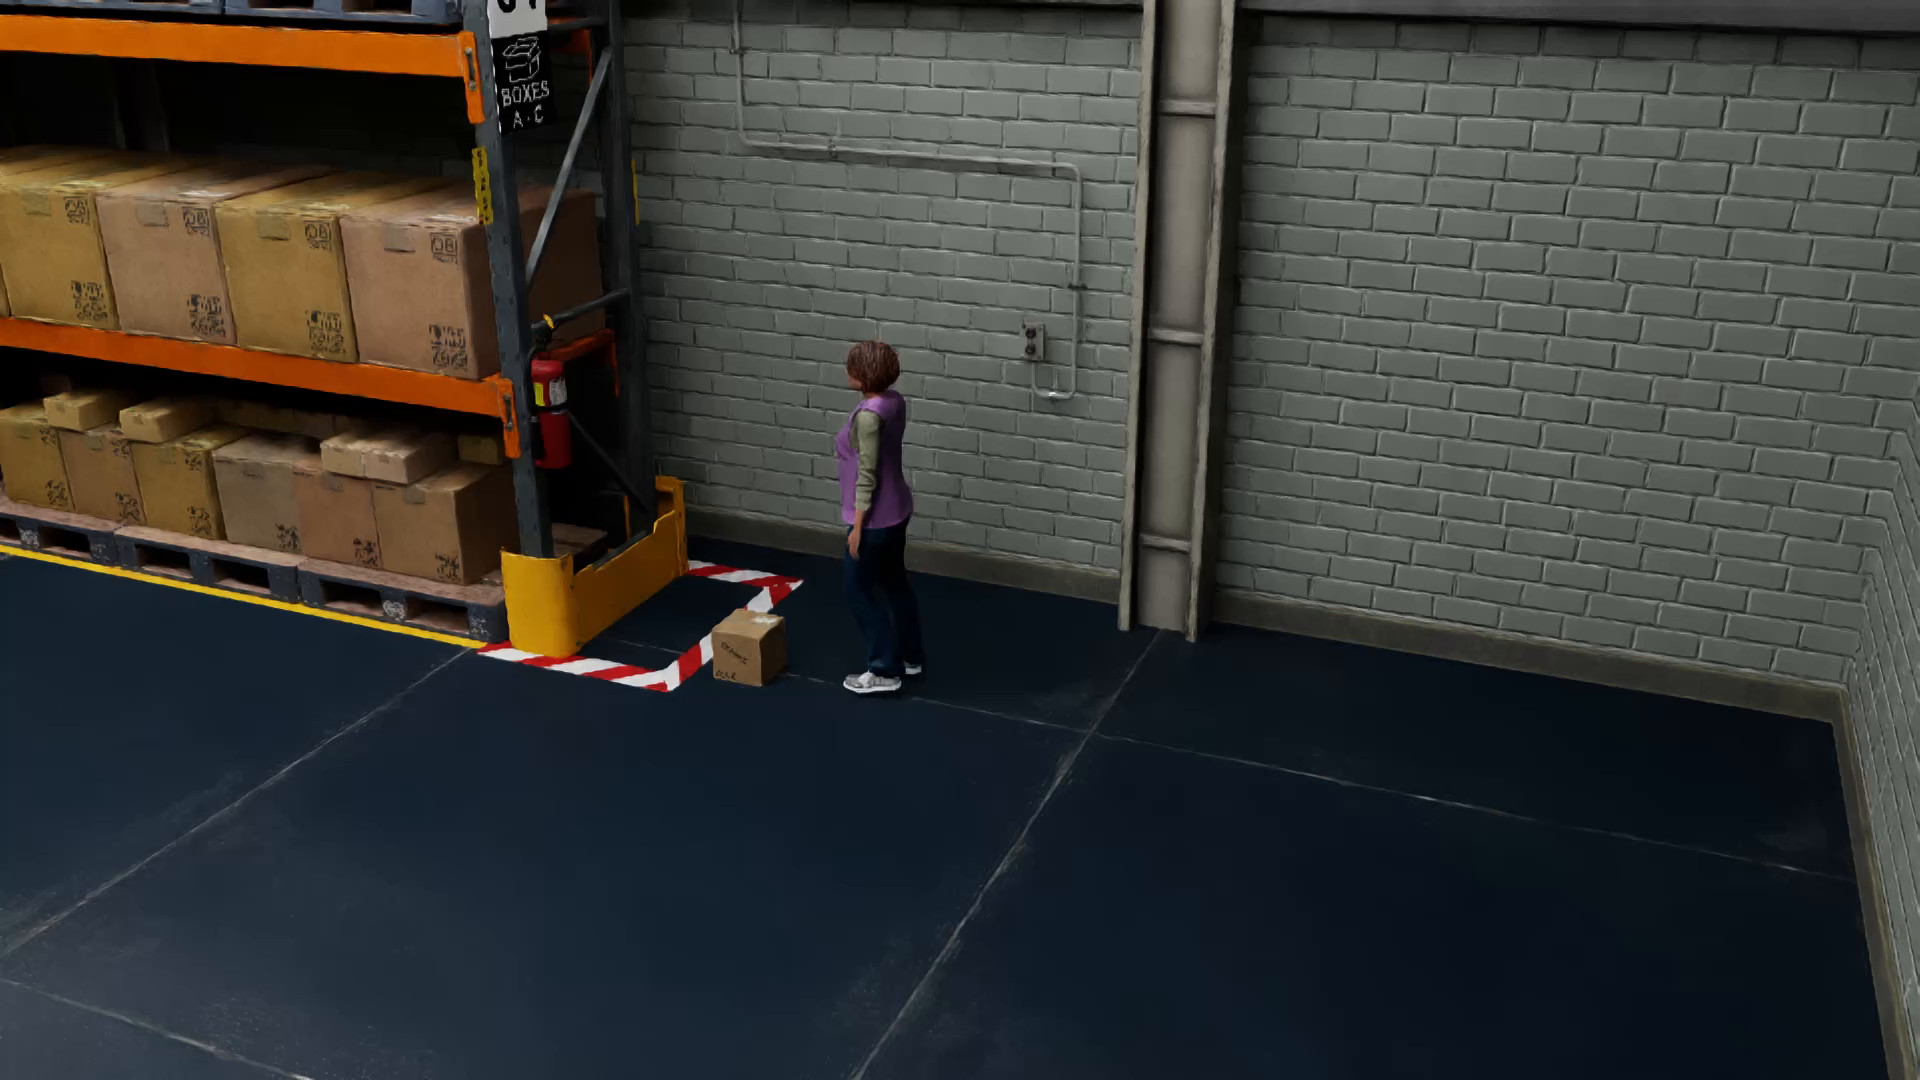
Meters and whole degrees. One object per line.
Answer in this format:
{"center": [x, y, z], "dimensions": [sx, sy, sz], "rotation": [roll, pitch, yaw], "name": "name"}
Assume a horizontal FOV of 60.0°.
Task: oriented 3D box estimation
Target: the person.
{"center": [-0.347, -0.098, 7.287], "dimensions": [0.349, 1.594, 0.456], "rotation": [6, 23, 15], "name": "person"}
